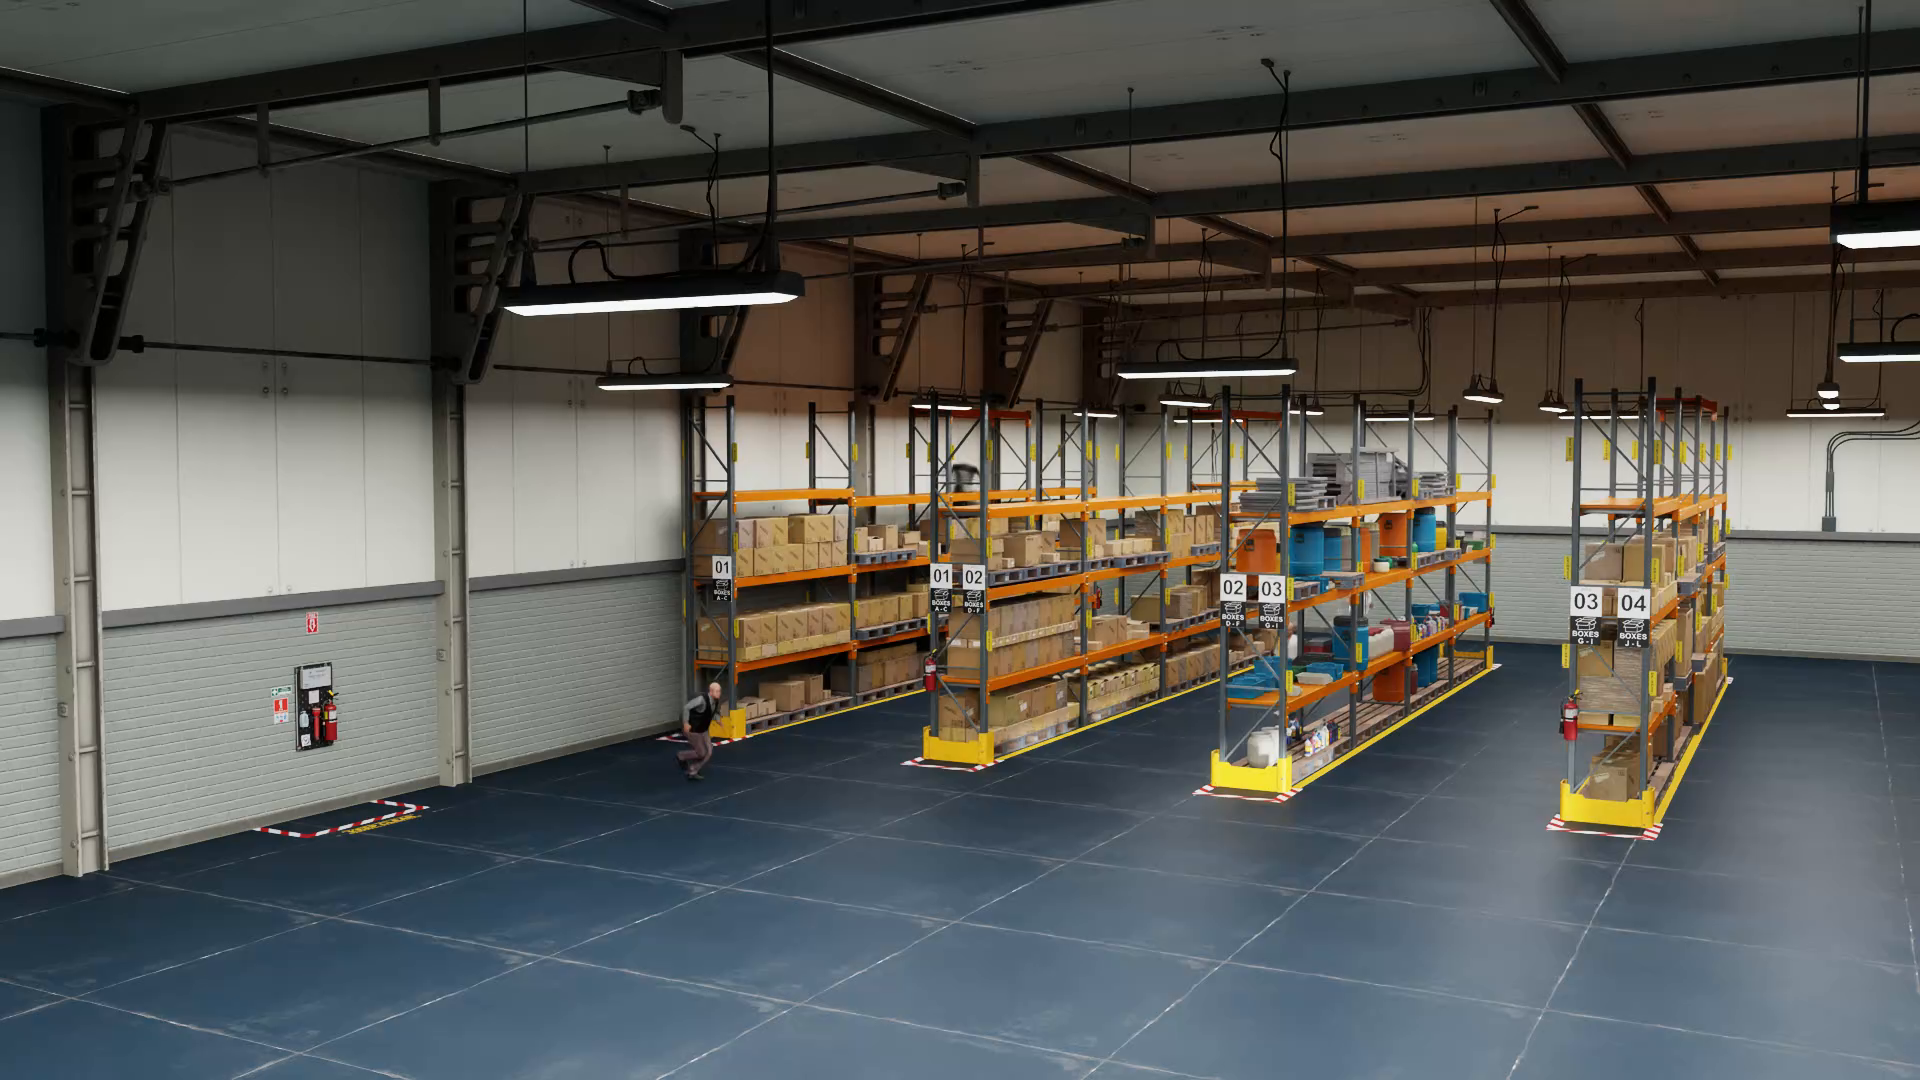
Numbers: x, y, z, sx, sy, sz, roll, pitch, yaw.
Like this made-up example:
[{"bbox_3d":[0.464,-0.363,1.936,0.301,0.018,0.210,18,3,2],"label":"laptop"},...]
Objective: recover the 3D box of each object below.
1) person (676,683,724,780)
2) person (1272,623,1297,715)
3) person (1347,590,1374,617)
[{"bbox_3d":[-3.987,2.917,25.310,0.863,1.525,0.676,2,3,30],"label":"person"},{"bbox_3d":[6.258,2.425,31.632,1.062,1.724,0.706,-3,4,-42],"label":"person"},{"bbox_3d":[10.134,1.886,42.065,0.741,1.736,0.970,-2,4,-37],"label":"person"}]
